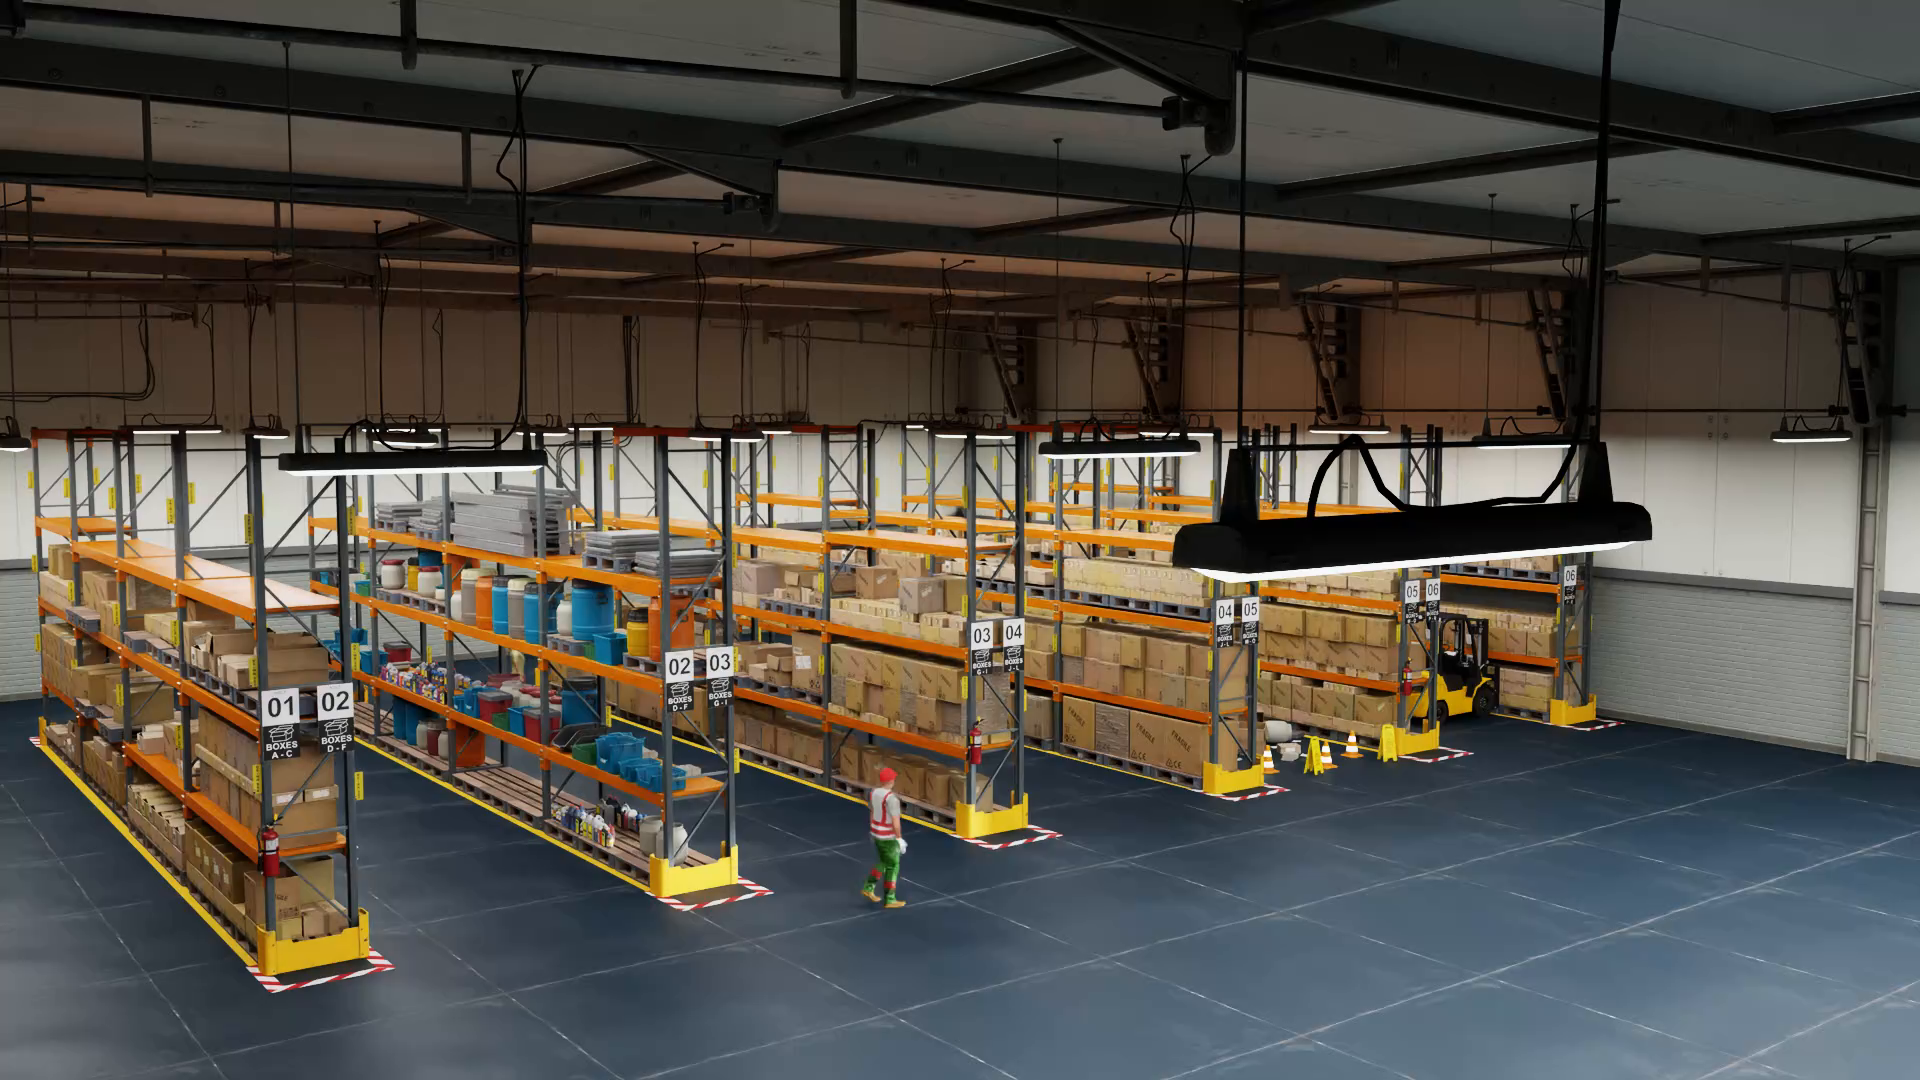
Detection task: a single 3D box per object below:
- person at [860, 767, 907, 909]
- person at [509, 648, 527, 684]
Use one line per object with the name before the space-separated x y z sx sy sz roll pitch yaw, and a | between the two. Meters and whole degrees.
person | -0.947 3.784 21.151 0.493 1.788 0.631 -2 5 -28
person | -9.030 2.821 34.217 0.606 1.665 0.460 0 4 0
